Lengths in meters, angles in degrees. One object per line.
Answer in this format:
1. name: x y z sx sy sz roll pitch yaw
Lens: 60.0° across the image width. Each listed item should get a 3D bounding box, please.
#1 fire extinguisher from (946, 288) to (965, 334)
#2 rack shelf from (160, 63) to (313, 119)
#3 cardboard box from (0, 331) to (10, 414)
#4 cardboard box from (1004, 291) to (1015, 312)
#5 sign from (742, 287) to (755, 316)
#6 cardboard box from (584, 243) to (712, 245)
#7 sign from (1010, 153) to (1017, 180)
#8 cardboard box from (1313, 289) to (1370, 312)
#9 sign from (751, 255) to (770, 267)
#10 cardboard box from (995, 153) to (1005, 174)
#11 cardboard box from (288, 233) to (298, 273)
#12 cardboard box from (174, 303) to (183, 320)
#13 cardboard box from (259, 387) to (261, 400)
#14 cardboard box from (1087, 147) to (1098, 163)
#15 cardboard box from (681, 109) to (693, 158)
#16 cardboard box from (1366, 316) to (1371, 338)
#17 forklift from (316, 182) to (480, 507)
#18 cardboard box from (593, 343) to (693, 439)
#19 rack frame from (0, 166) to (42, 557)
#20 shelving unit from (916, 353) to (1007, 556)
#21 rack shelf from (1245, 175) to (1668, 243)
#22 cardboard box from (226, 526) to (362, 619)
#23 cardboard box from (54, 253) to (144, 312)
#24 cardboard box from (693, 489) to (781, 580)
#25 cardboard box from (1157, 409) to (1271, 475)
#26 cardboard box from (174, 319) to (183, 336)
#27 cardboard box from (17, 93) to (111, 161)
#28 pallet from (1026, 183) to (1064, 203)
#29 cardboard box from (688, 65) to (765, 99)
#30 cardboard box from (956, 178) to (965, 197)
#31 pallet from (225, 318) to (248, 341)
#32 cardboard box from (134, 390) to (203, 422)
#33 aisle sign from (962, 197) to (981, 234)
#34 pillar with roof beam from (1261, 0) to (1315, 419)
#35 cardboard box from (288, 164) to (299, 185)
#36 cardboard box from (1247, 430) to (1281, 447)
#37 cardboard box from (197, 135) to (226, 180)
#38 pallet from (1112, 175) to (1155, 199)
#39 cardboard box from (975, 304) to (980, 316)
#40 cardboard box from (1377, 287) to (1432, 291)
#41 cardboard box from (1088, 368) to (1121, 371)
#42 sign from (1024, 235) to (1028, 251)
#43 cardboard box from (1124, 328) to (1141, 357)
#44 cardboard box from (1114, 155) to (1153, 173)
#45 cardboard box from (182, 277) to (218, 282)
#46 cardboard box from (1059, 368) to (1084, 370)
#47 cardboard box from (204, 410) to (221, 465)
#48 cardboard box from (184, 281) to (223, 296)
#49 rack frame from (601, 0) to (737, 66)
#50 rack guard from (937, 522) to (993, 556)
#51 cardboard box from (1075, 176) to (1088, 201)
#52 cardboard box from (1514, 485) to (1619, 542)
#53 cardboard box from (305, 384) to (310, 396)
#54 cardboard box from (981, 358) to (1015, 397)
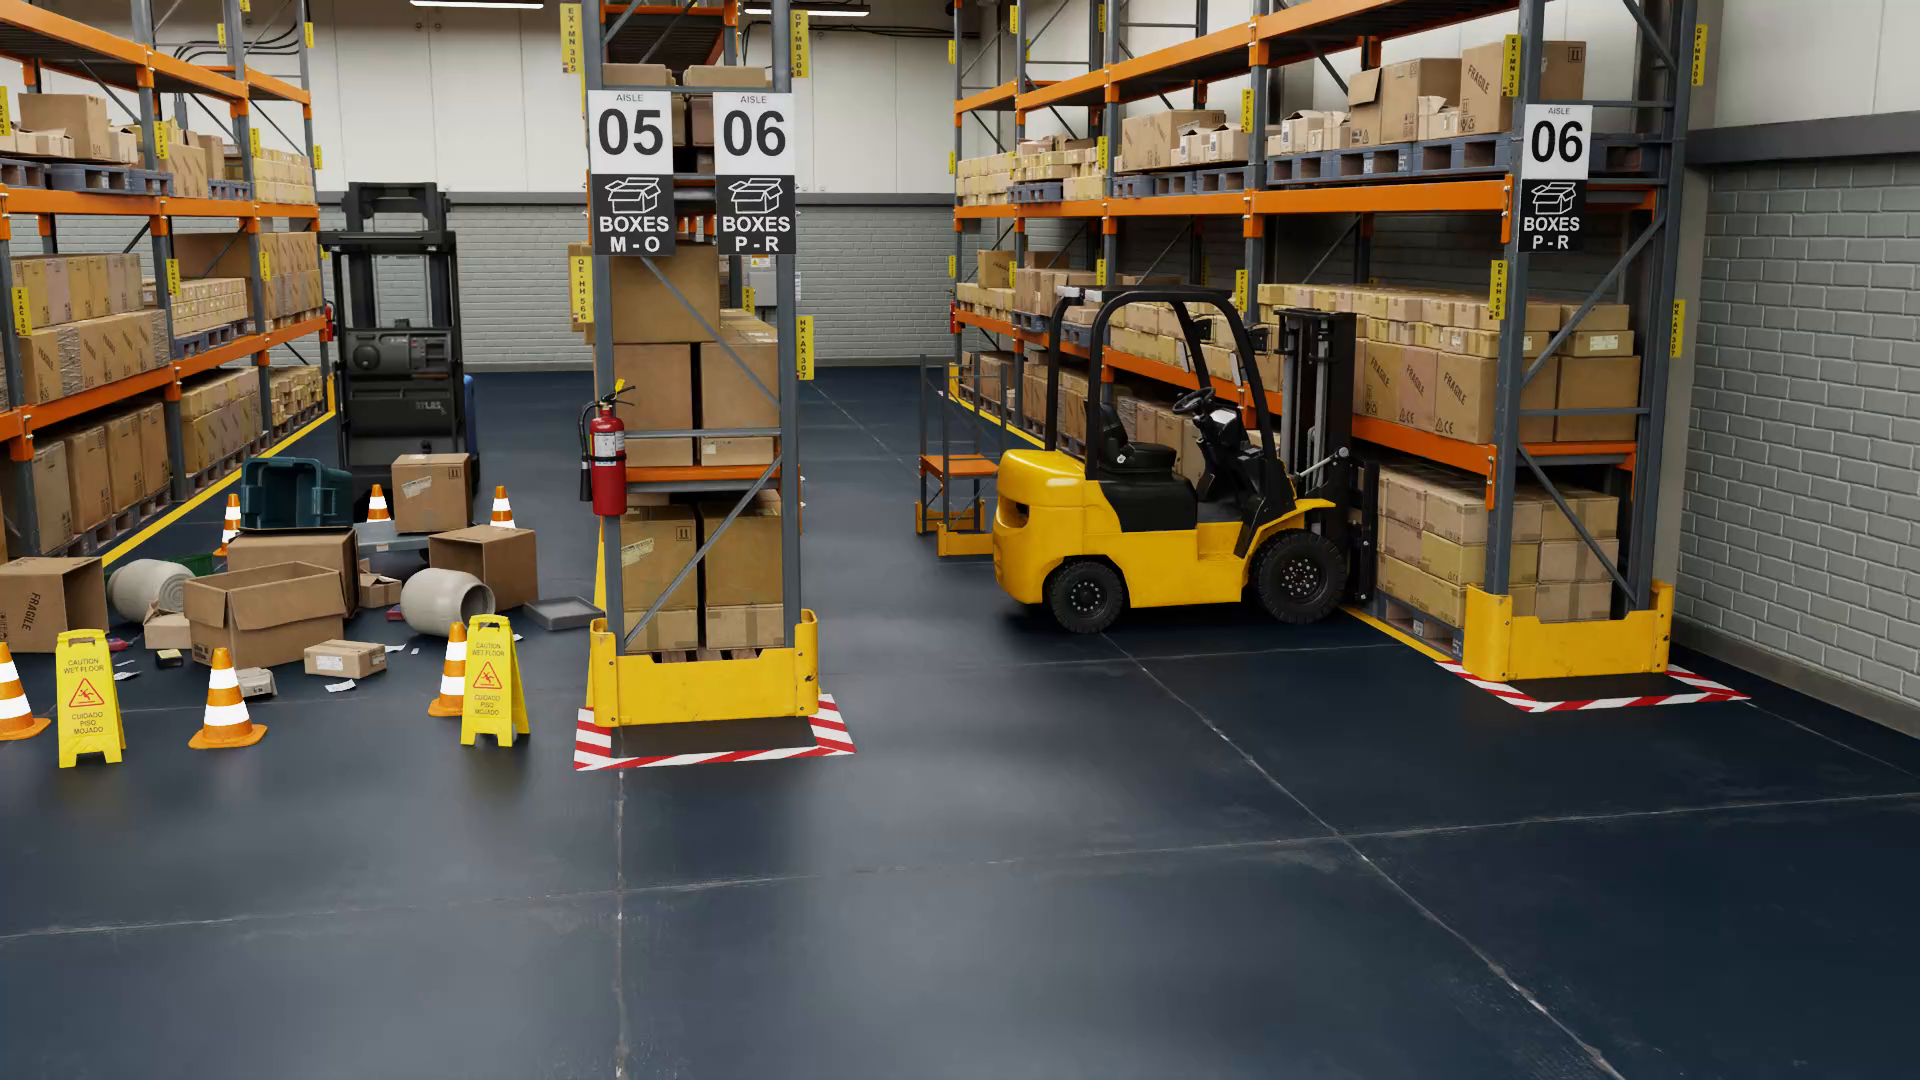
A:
1. fire extinguisher: -0.061 -3.446 24.986 0.296 0.674 0.183 -2 11 -11
2. rack shelf: -8.894 -5.503 20.474 1.077 0.370 4.000 -2 11 -11
3. cardboard box: -6.866 -1.083 10.964 0.875 0.550 0.550 -2 11 -11
4. cardboard box: 0.861 -3.081 21.466 0.500 0.250 0.500 -2 11 -10
5. sign: -1.583 -1.722 12.405 0.100 0.325 0.005 -2 11 -11
6. cardboard box: -1.740 -1.407 9.329 0.700 0.500 0.500 -2 11 -10
7. sign: 0.668 -4.630 20.596 0.100 0.325 0.005 -2 11 -11
8. cardboard box: 2.750 -1.713 11.874 0.380 0.149 0.250 -2 11 -12
9. sign: -3.573 -5.001 29.740 0.339 0.242 0.001 -2 11 -11
10. cardboard box: 0.757 -4.892 21.622 0.500 0.250 0.500 -2 11 -12
11. cardboard box: -8.636 -3.604 20.874 0.500 0.500 0.500 -3 11 -13
12. cardboard box: -7.679 -2.185 15.908 0.380 0.149 0.250 -2 11 -8
13. cardboard box: -8.369 -1.713 19.584 0.380 0.149 0.250 -2 11 -9
14. cardboard box: 1.571 -4.083 17.644 0.380 0.149 0.250 -2 11 -13
15. cardboard box: -1.385 -2.376 9.742 0.500 0.250 0.500 -2 11 -9
16. cardboard box: 2.957 -1.428 11.172 0.380 0.149 0.250 -2 11 -11
17. forklift: -5.114 -1.757 15.088 1.130 2.935 3.031 -2 11 -10
18. cardboard box: -1.711 -0.826 8.954 0.500 0.500 0.500 -2 11 -12
19. rack frame: -6.949 -1.077 11.332 1.000 3.000 0.127 -2 11 -11
20. shelving unit: 0.015 -0.723 13.483 0.587 1.500 1.083 -2 11 -11
21. rack shelf: 3.144 -2.210 11.186 1.077 0.370 4.000 -2 11 -11
22. cardboard box: -4.350 0.217 10.849 0.797 0.637 0.503 -2 11 -11
23. cardboard box: -7.650 -2.268 14.649 0.700 0.500 0.500 -2 11 -11
24. cardboard box: -1.332 -0.024 10.024 0.500 0.500 0.500 -3 11 -13
25. cardboard box: 2.351 -0.872 15.483 0.875 0.625 0.625 -3 11 -13
26. cardboard box: -7.668 -2.032 15.899 0.380 0.149 0.250 -2 11 -8
27. cardboard box: -7.114 -3.280 13.226 0.500 0.500 0.500 -2 11 -11
28. pallet: 1.462 -3.993 19.132 1.213 0.211 1.003 -2 11 -11
29. cardboard box: -1.205 -2.356 8.570 0.380 0.149 0.250 -2 11 -11
30. cardboard box: 0.239 -5.112 24.116 0.500 0.250 0.500 -2 11 -12
31. pallet: -8.499 -2.304 18.294 1.003 0.211 1.213 -2 11 -11
32. cardboard box: -7.624 -1.292 16.021 0.500 0.250 0.500 -3 11 -14
33. aisle sign: 0.119 -4.936 24.657 0.394 0.787 0.004 -2 11 -11
34. pillar with roof beam: -1.108 -4.774 14.714 9.100 9.000 0.400 -2 11 -11
35. cardboard box: -8.746 -4.660 21.200 0.500 0.250 0.500 -2 11 -10
36. cardboard box: 2.541 -0.703 12.925 0.500 0.250 0.500 -2 11 -12
37. cardboard box: -8.539 -4.200 18.325 0.700 0.500 0.500 -2 11 -11
38. pallet: 2.196 -3.450 16.282 1.213 0.211 1.003 -2 11 -8
39. cardboard box: 0.417 -3.226 23.293 0.380 0.149 0.250 -2 11 -13
40. cardboard box: 3.296 -1.784 12.248 0.380 0.149 0.250 -2 11 -12
41. cardboard box: 1.742 -1.973 19.867 0.380 0.149 0.250 -2 11 -9
42. sign: 0.969 -4.398 24.839 0.100 0.325 0.005 -2 11 -11
43. cardboard box: 1.916 -1.934 16.235 0.500 0.250 0.500 -2 11 -12
44. cardboard box: 1.747 -3.729 16.480 0.380 0.166 0.250 -2 11 -11
45. cardboard box: -8.876 -2.818 19.415 0.500 0.500 0.500 -2 11 -11
46. cardboard box: 1.277 -1.954 19.766 0.380 0.149 0.250 -2 11 -11
47. cardboard box: -7.716 -1.020 16.595 0.500 0.500 0.500 -2 11 -10
48. cardboard box: -8.039 -2.663 17.621 0.380 0.149 0.250 -2 11 -13
49. rack frame: -2.113 -4.222 11.814 1.000 3.000 0.127 -2 11 -11
50. rack guard: 0.112 -0.017 13.120 0.587 0.250 0.087 -2 11 -11
51. cardboard box: 1.540 -3.768 17.847 0.500 0.250 0.500 -2 11 -11
52. cardboard box: 3.625 -0.165 10.096 0.500 0.250 0.500 -2 11 -12
53. cardboard box: -8.684 -1.953 21.643 0.380 0.149 0.250 -2 11 -10
54. cardboard box: 0.580 -2.261 23.117 0.500 0.500 0.500 -2 11 -10
